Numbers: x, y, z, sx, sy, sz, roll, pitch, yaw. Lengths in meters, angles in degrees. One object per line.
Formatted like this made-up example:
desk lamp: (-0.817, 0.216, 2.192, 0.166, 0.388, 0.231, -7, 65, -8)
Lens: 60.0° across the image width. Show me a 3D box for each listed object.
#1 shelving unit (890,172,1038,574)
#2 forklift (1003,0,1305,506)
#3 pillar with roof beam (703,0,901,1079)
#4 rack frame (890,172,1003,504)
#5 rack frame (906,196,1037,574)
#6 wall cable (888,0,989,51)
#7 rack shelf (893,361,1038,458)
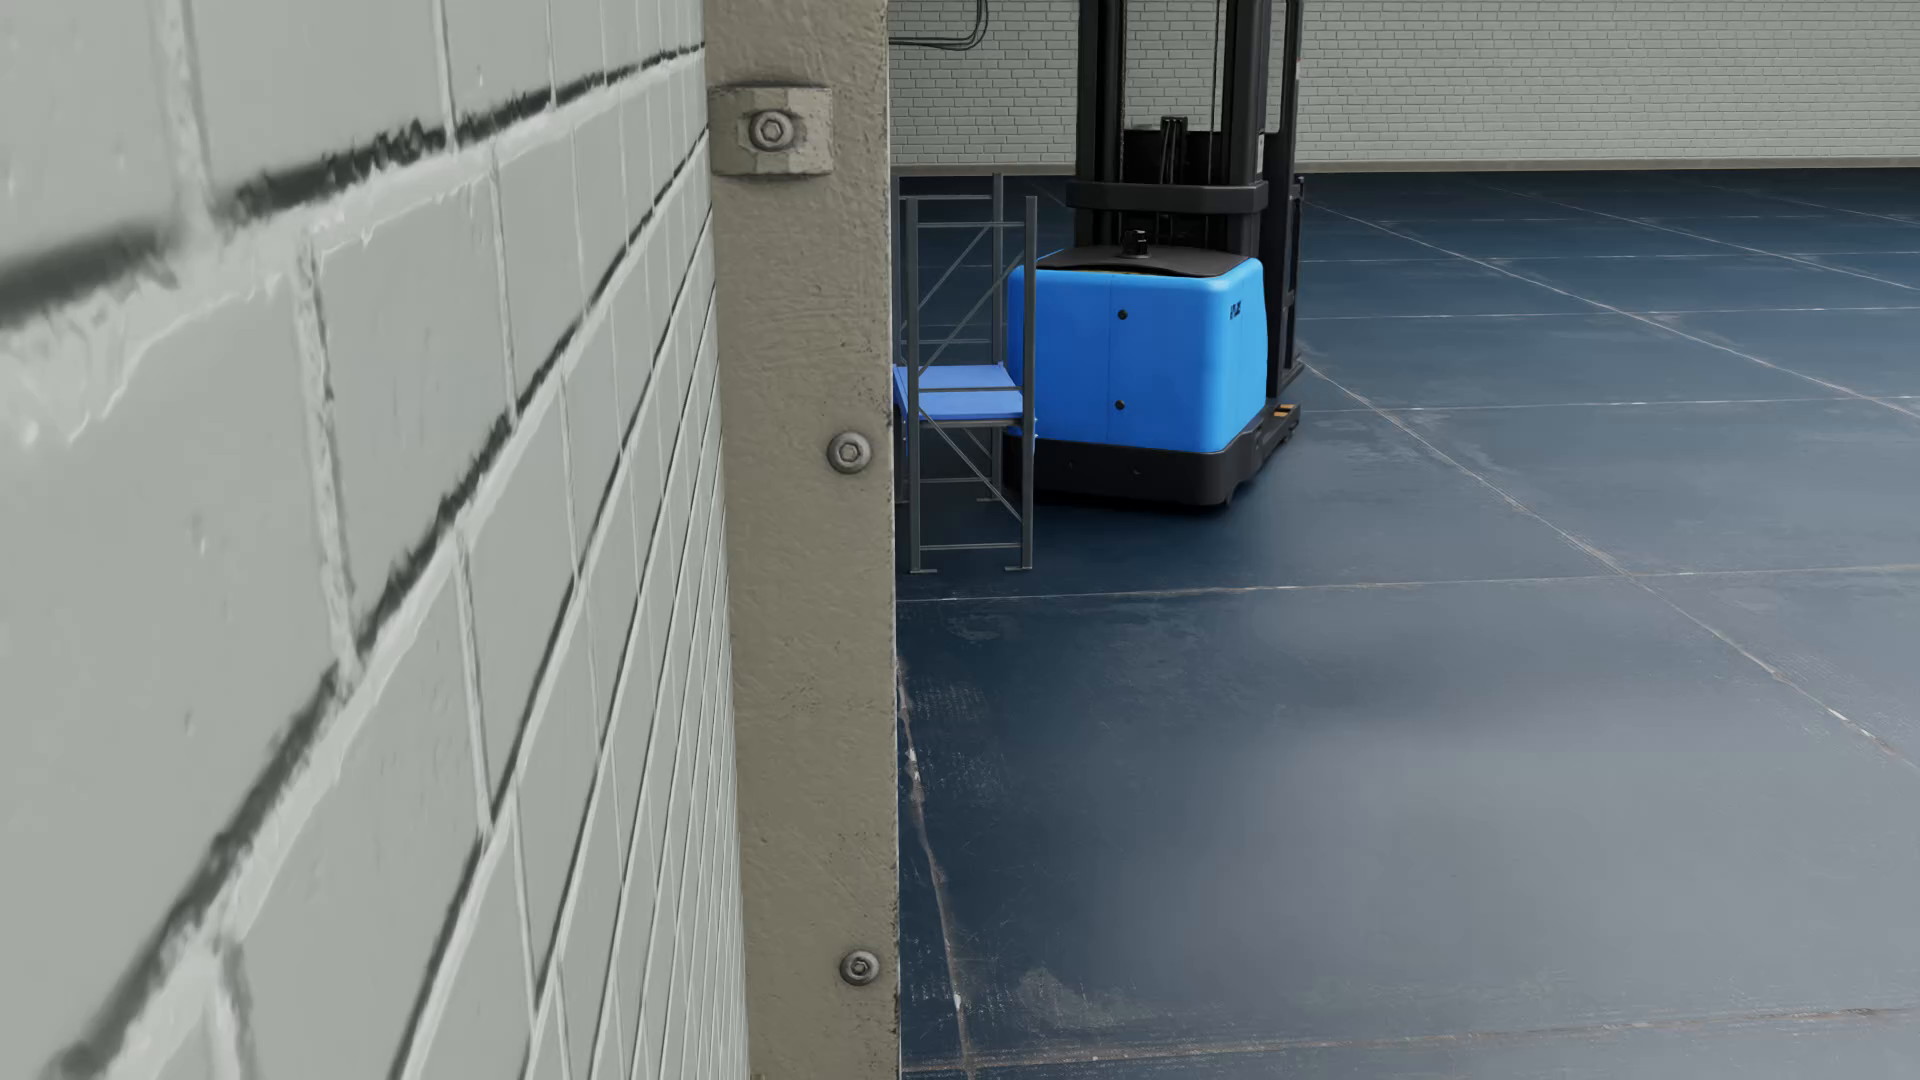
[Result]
shelving unit: (-0.009, -0.741, 7.033, 0.538, 1.500, 1.048, -2, 18, -6)
forklift: (1.204, -1.953, 8.504, 1.130, 2.935, 3.031, 7, 19, 20)
pillar with roof beam: (3.990, -3.285, 2.618, 9.100, 9.000, 0.400, -2, 18, -6)
rack frame: (-0.061, -0.892, 7.516, 0.500, 1.500, 0.032, -2, 18, -6)
rack frame: (0.044, -0.590, 6.551, 0.500, 1.500, 0.032, -2, 18, -6)
wall cable: (-1.137, -7.952, 22.668, 3.097, 2.526, 0.112, -2, 18, -6)
rack shelf: (-0.009, -0.569, 7.087, 0.538, 0.185, 1.000, -2, 18, -6)
